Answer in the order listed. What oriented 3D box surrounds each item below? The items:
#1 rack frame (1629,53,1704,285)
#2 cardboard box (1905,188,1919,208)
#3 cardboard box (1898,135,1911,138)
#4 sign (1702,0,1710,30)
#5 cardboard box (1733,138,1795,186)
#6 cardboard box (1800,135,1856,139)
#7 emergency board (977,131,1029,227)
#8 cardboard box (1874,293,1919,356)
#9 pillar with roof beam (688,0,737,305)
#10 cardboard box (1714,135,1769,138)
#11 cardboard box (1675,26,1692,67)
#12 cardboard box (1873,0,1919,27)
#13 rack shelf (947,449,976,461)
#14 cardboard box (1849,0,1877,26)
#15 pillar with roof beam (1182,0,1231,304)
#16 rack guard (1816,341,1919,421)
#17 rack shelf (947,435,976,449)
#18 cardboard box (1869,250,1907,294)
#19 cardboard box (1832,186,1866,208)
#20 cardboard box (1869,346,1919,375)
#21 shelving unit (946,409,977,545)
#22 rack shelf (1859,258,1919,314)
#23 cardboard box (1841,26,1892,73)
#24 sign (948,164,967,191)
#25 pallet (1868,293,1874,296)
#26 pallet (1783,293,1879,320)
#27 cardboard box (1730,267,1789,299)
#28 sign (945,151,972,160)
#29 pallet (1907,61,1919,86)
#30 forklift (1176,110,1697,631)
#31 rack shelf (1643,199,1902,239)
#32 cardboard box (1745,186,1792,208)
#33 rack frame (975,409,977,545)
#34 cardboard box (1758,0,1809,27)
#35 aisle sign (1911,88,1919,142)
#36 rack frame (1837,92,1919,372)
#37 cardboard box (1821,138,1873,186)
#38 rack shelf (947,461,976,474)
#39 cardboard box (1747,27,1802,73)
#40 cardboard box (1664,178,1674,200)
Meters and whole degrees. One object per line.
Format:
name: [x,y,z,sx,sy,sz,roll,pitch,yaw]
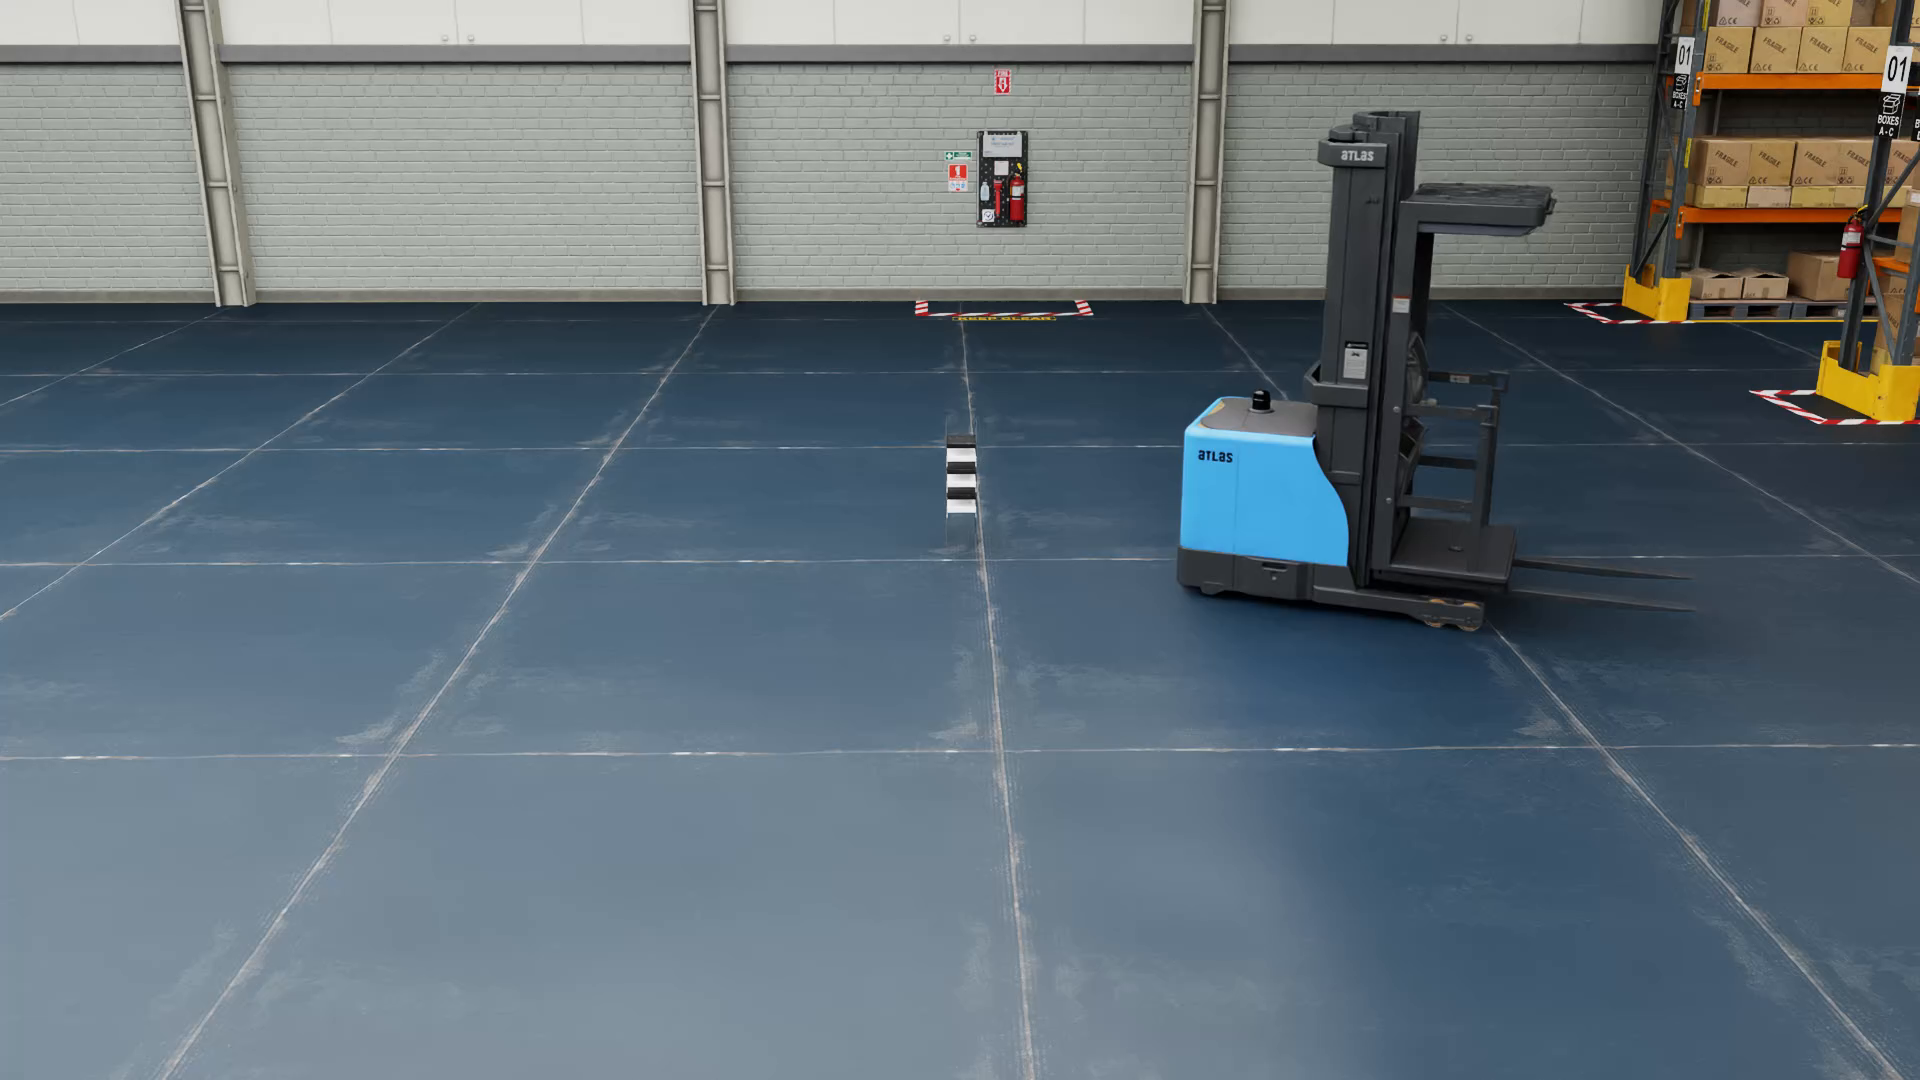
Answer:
rack frame: [8.313,-4.181,19.669,0.127,3.000,1.000,0,18,-1]
cardboard box: [8.774,-3.084,15.026,0.250,0.149,0.380,-1,18,-2]
cardboard box: [11.322,-4.555,19.822,0.500,0.500,0.500,0,18,-1]
sign: [8.322,-5.859,18.561,0.005,0.325,0.100,0,18,-1]
cardboard box: [9.290,-4.386,19.294,0.500,0.500,0.500,0,18,-1]
cardboard box: [10.305,-4.549,19.802,0.500,0.500,0.500,0,18,0]
emergency board: [0.529,-4.419,20.412,0.643,1.169,0.194,0,18,-1]
cardboard box: [8.927,-2.009,15.486,0.500,0.500,0.500,0,18,-1]
pillar with roof beam: [-2.931,-5.932,15.308,0.400,9.000,9.100,0,18,-1]
cardboard box: [9.285,-4.542,19.782,0.500,0.500,0.500,0,18,0]
cardboard box: [8.727,-5.745,19.440,0.500,0.500,0.500,1,18,3]
cardboard box: [10.746,-6.065,18.798,0.500,0.500,0.500,-1,18,-3]
rack shelf: [0.008,-0.568,11.365,0.200,0.077,0.258,0,18,-1]
cardboard box: [10.282,-6.226,19.301,0.500,0.500,0.500,0,18,-1]
pillar with roof beam: [3.068,-5.961,15.398,0.400,9.000,9.100,0,18,-1]
rack guard: [8.371,-1.477,15.334,0.348,0.500,1.175,0,18,-1]
rack shelf: [0.008,-0.654,11.338,0.200,0.077,0.258,0,18,-1]
cardboard box: [11.276,-3.202,19.990,0.500,0.500,0.500,-2,18,-5]
cardboard box: [10.340,-4.033,19.423,0.500,0.250,0.500,0,18,0]
cardboard box: [8.927,-1.651,15.598,0.500,0.250,0.500,0,18,-1]
shelving unit: [0.008,-0.429,11.410,0.210,0.900,0.258,0,18,-1]
rack shelf: [10.395,-2.335,15.093,4.000,0.370,1.077,0,18,-1]
cardboard box: [10.244,-5.596,18.974,0.500,0.500,0.500,1,18,3]
sign: [-0.026,-4.465,20.497,0.234,0.329,0.001,0,18,-1]
pallet: [11.642,-2.858,20.112,1.213,0.211,1.003,0,18,-1]
pallet: [10.419,-2.851,20.090,1.213,0.211,1.003,0,18,-1]
cardboard box: [9.577,-3.088,19.946,0.500,0.311,0.500,1,18,4]
sign: [-0.021,-4.714,20.407,0.331,0.109,0.001,0,18,-1]
pallet: [9.103,-4.049,14.494,1.213,0.211,1.003,0,18,-1]
forklift: [2.939,-1.038,9.984,3.031,2.935,1.130,7,19,20]
rack shelf: [10.313,-3.848,19.809,4.000,0.370,1.077,0,18,-1]
cardboard box: [9.325,-4.031,19.416,0.500,0.250,0.500,-1,18,-3]
rack frame: [0.110,-0.429,11.412,0.006,0.900,0.240,0,18,-1]
cardboard box: [9.205,-6.057,18.774,0.500,0.500,0.500,0,18,-1]
aisle sign: [8.335,-3.812,14.263,0.004,0.787,0.394,0,18,-1]
rack frame: [8.395,-2.668,14.953,0.127,3.000,1.000,0,18,-1]
cardboard box: [10.323,-4.392,19.314,0.500,0.500,0.500,0,18,1]
rack shelf: [0.008,-0.482,11.393,0.200,0.077,0.258,0,18,-1]
cardboard box: [9.189,-5.583,18.934,0.500,0.500,0.500,1,18,3]
cardboard box: [8.778,-4.180,19.881,0.500,0.250,0.500,0,18,0]
